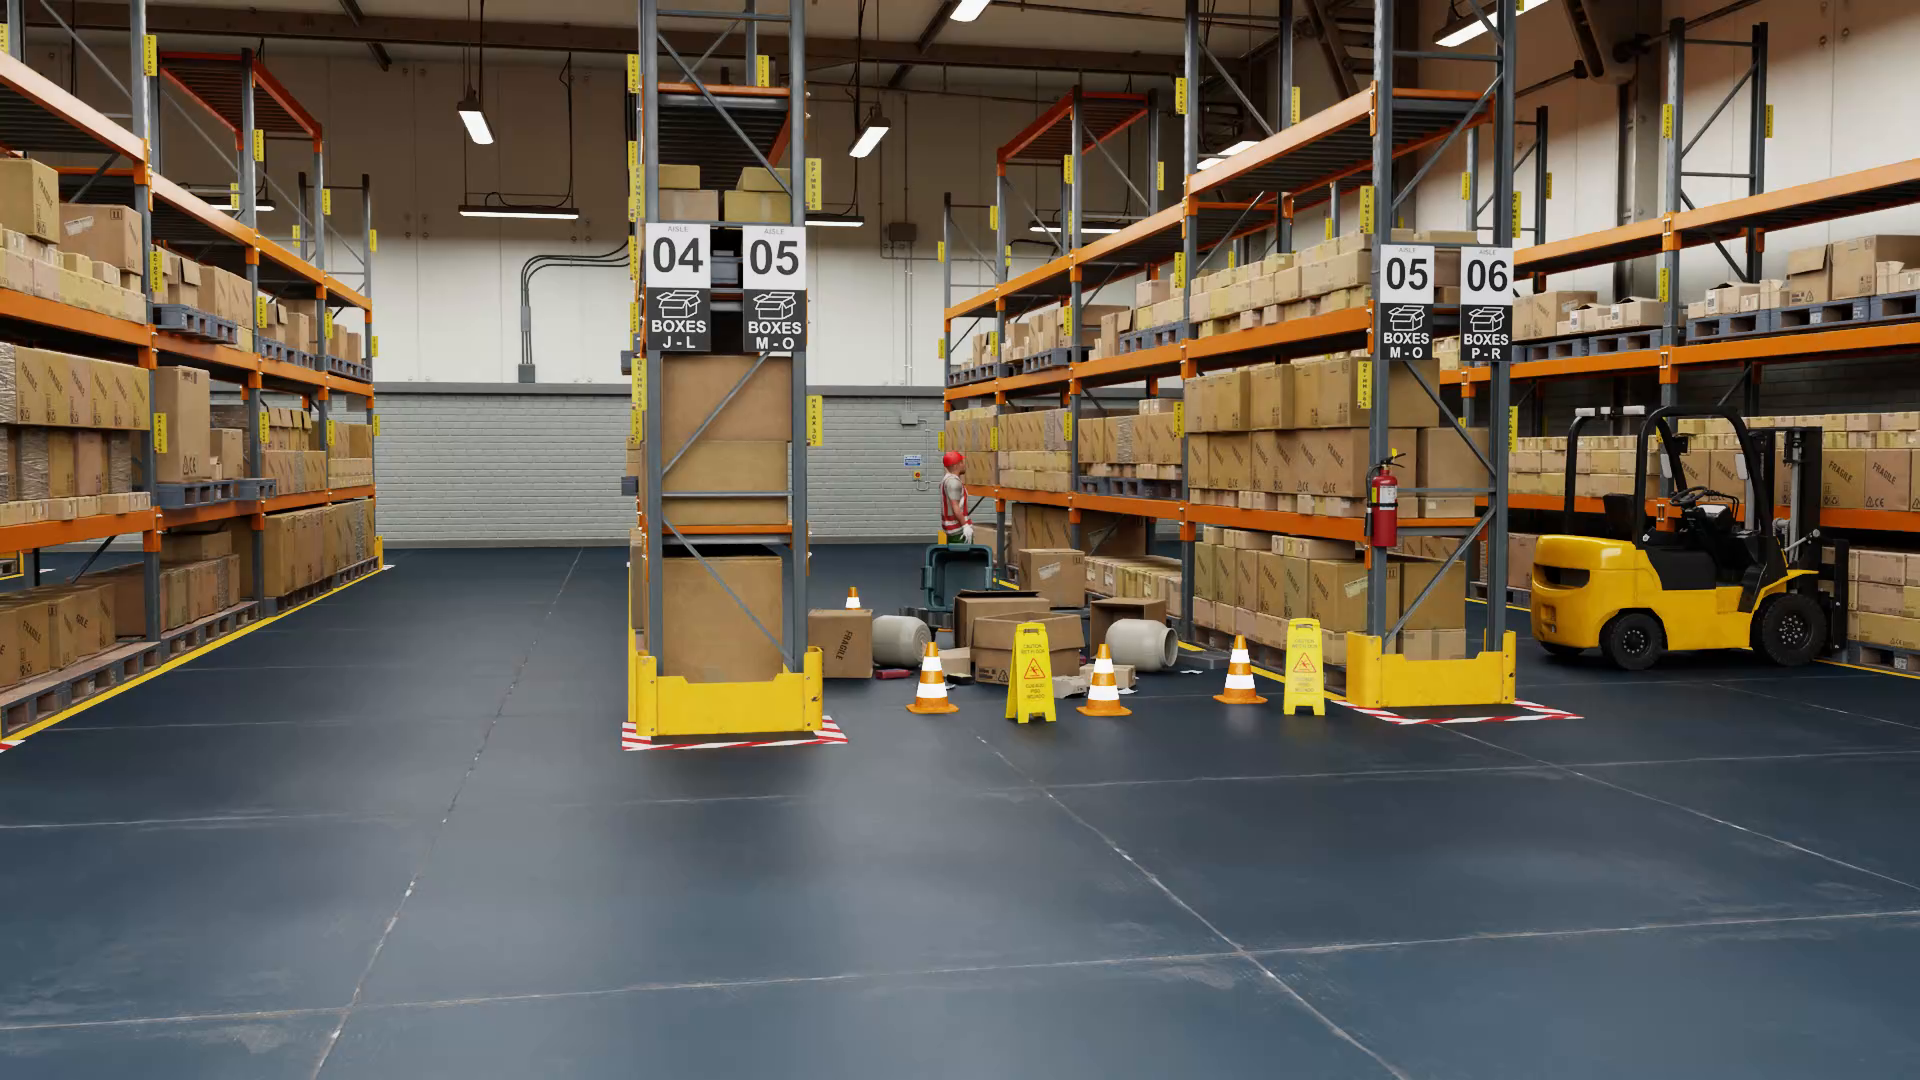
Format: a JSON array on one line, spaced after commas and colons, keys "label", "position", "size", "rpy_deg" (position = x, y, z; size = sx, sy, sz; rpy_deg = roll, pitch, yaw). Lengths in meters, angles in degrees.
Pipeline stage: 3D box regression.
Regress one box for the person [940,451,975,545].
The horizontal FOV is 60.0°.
[{"label": "person", "position": [0.064, -0.084, 18.254], "size": [0.565, 1.787, 0.638], "rpy_deg": [-1, 3, -11]}]
